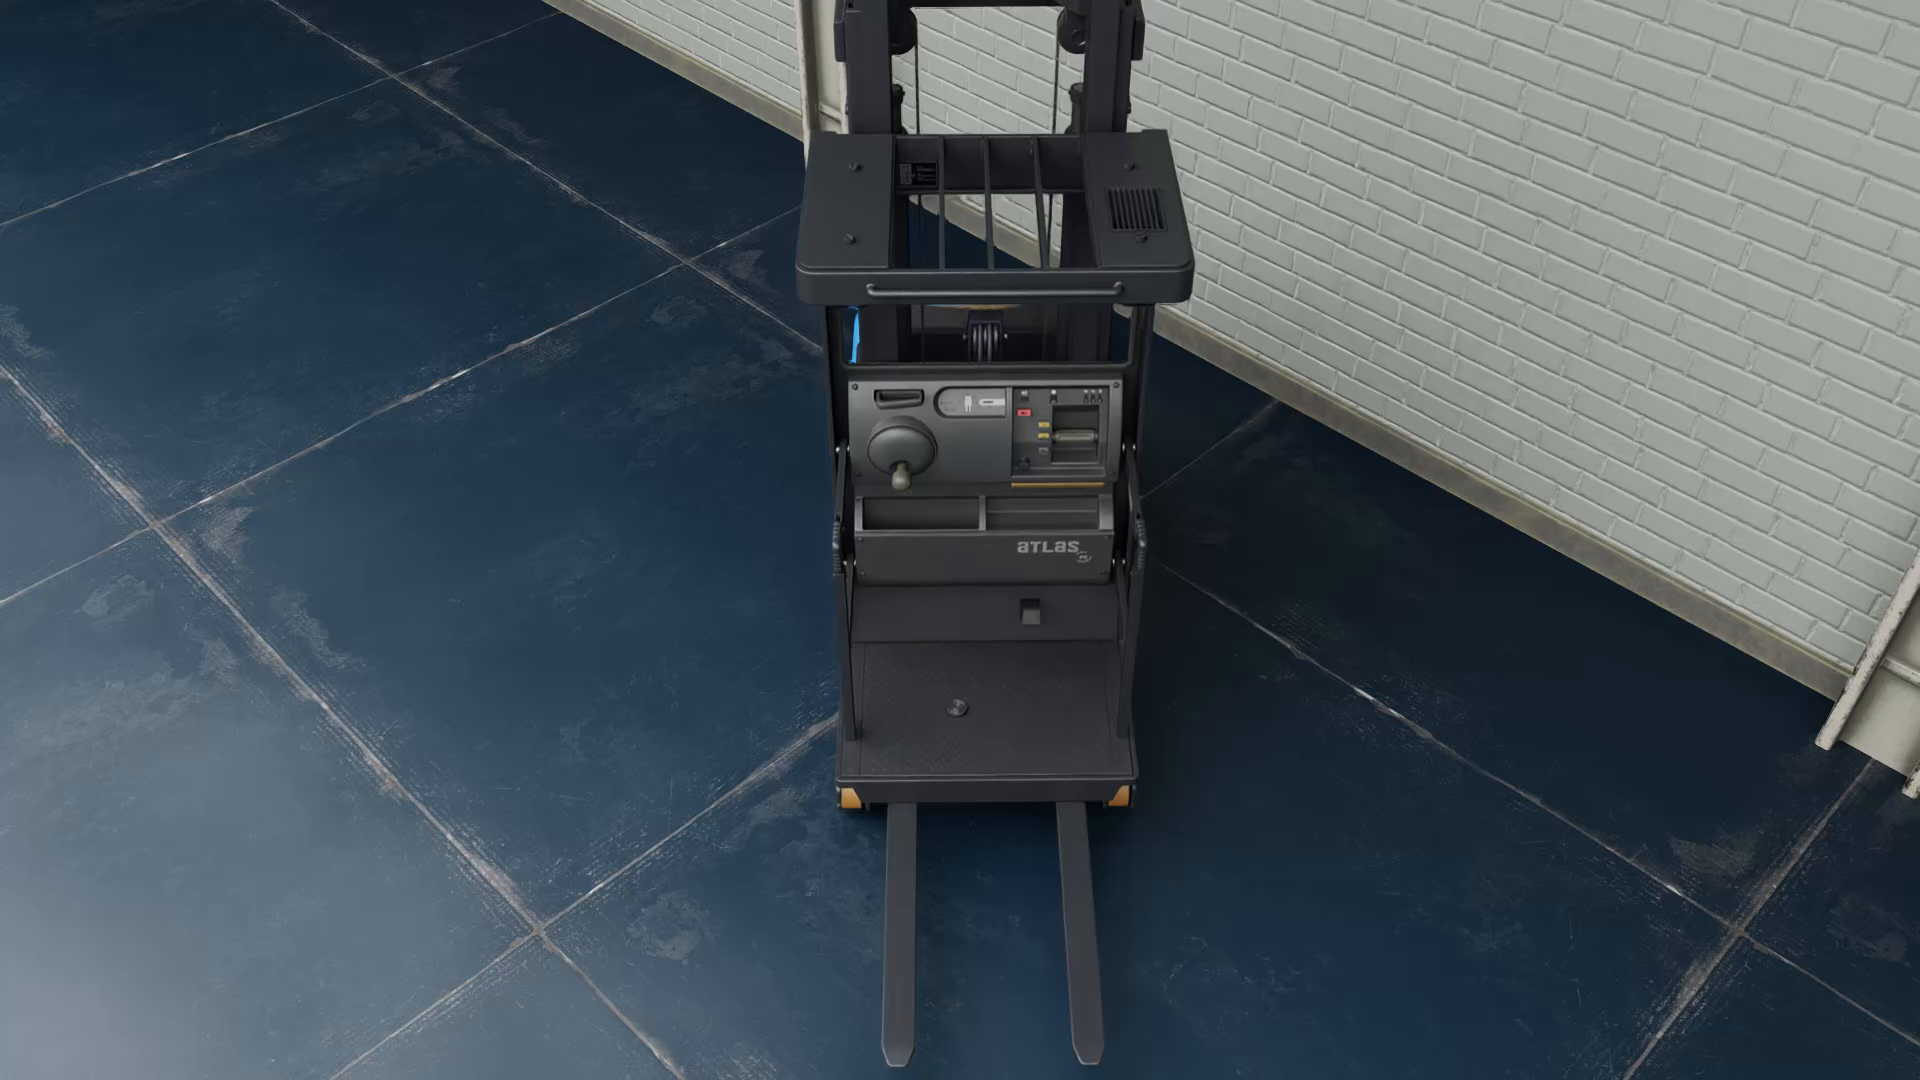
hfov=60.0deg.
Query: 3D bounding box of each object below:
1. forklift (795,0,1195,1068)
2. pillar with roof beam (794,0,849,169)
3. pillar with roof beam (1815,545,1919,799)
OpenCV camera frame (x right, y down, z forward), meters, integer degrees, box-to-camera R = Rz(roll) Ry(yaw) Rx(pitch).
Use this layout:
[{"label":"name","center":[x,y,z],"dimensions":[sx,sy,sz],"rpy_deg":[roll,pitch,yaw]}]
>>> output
[{"label":"forklift","center":[0.092,-0.282,5.513],"dimensions":[1.130,2.935,3.031],"rpy_deg":[0,43,0]},{"label":"pillar with roof beam","center":[-3.694,-3.309,4.318],"dimensions":[9.100,9.000,0.400],"rpy_deg":[-34,53,-31]},{"label":"pillar with roof beam","center":[0.543,-0.426,1.198],"dimensions":[9.100,9.000,0.400],"rpy_deg":[-34,53,-31]}]
